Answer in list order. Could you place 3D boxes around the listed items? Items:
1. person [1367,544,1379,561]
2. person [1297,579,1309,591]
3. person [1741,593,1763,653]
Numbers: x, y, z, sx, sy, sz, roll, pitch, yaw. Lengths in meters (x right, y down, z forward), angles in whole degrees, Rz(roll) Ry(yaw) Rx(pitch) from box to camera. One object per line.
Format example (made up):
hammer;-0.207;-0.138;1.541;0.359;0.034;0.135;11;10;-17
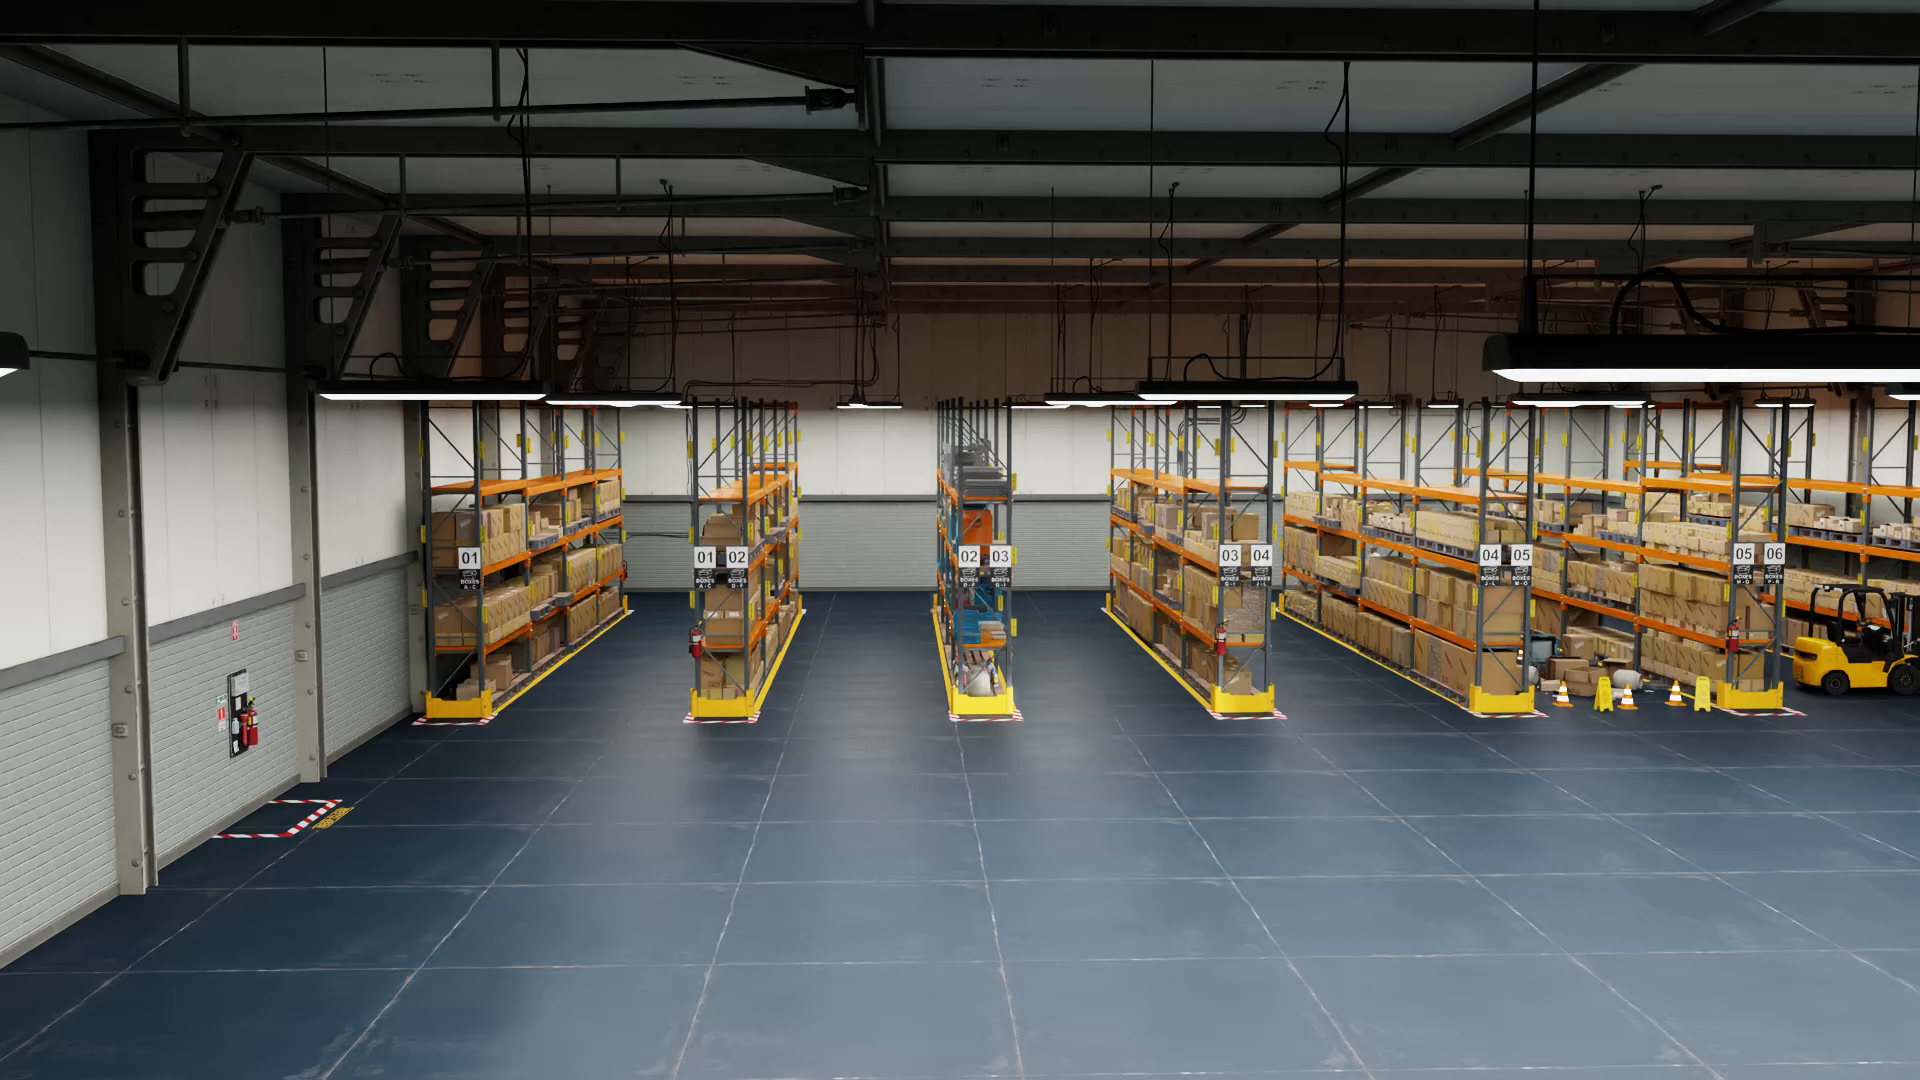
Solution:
person;12.754;0.943;51.095;0.923;1.643;0.461;-1;4;-9
person;10.179;1.073;48.885;0.688;1.705;0.547;0;4;-4
person;17.542;2.060;36.679;0.512;1.768;0.613;-1;4;-9
